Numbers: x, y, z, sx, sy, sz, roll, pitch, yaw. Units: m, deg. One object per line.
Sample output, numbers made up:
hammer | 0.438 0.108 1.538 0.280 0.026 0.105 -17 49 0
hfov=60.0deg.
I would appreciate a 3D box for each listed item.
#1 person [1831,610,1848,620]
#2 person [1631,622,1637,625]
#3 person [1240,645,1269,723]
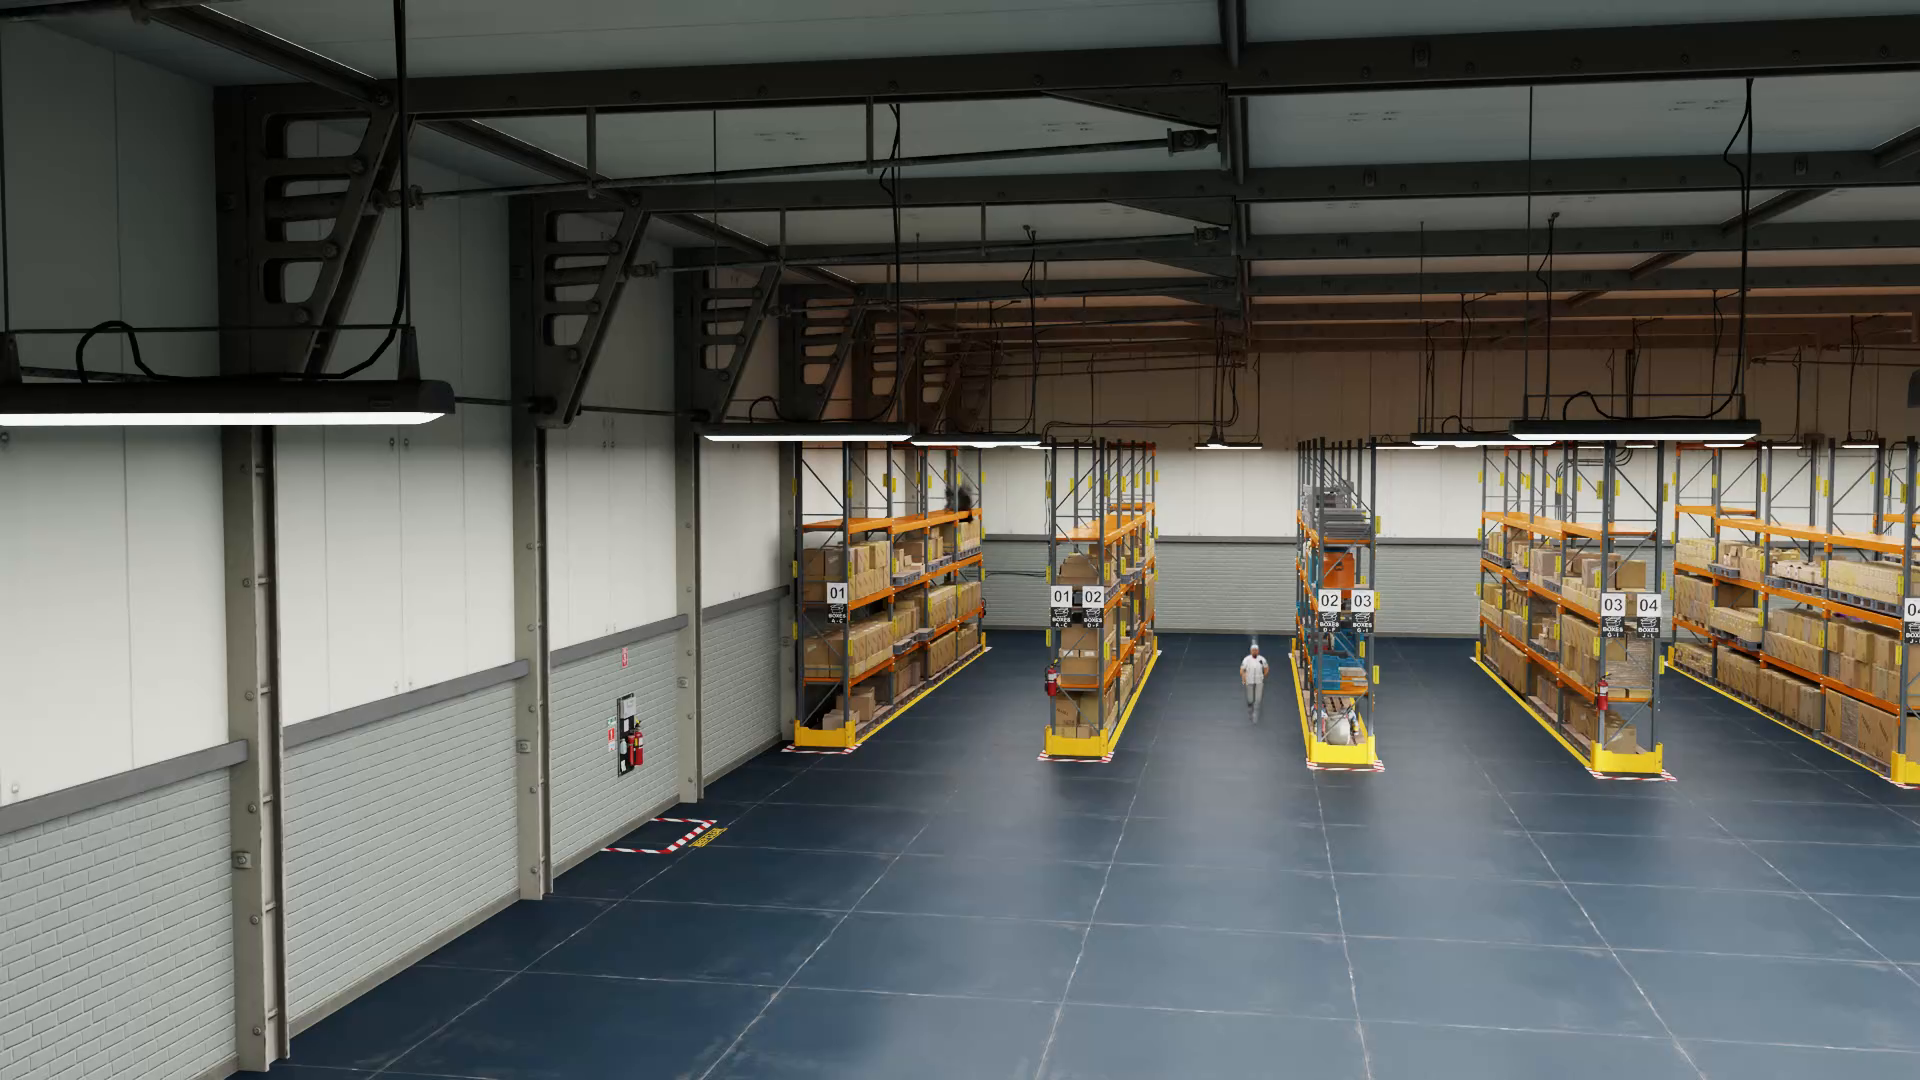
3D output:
person | 23.776 2.462 45.239 0.761 1.825 0.695 1 3 14
person | 17.678 2.530 43.794 0.667 1.842 0.811 1 3 17
person | 6.280 3.048 35.431 0.608 1.643 0.685 0 3 7
